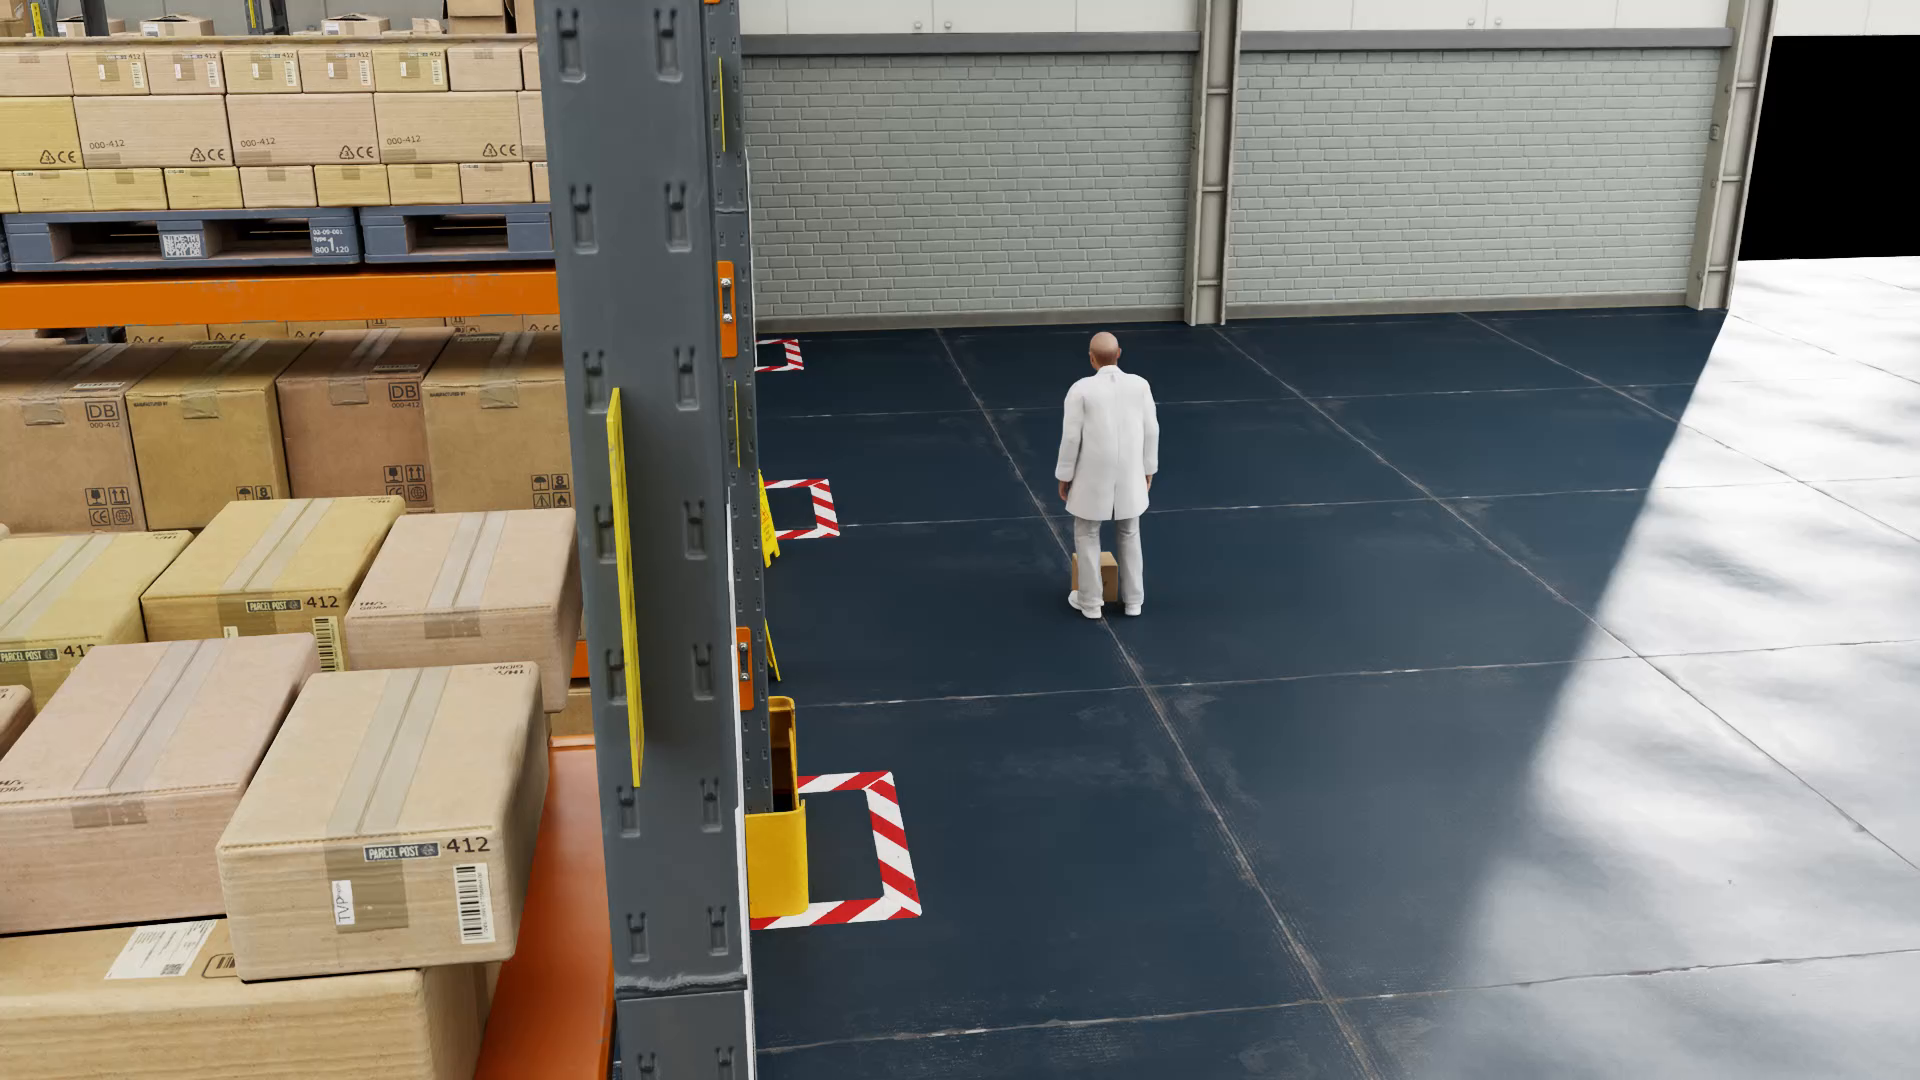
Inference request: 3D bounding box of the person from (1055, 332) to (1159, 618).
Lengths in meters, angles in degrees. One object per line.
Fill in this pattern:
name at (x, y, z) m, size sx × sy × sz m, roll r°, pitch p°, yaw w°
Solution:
person at (0.896, -0.394, 10.195) m, size 0.649 × 1.772 × 0.429 m, roll -4°, pitch 20°, yaw -11°
